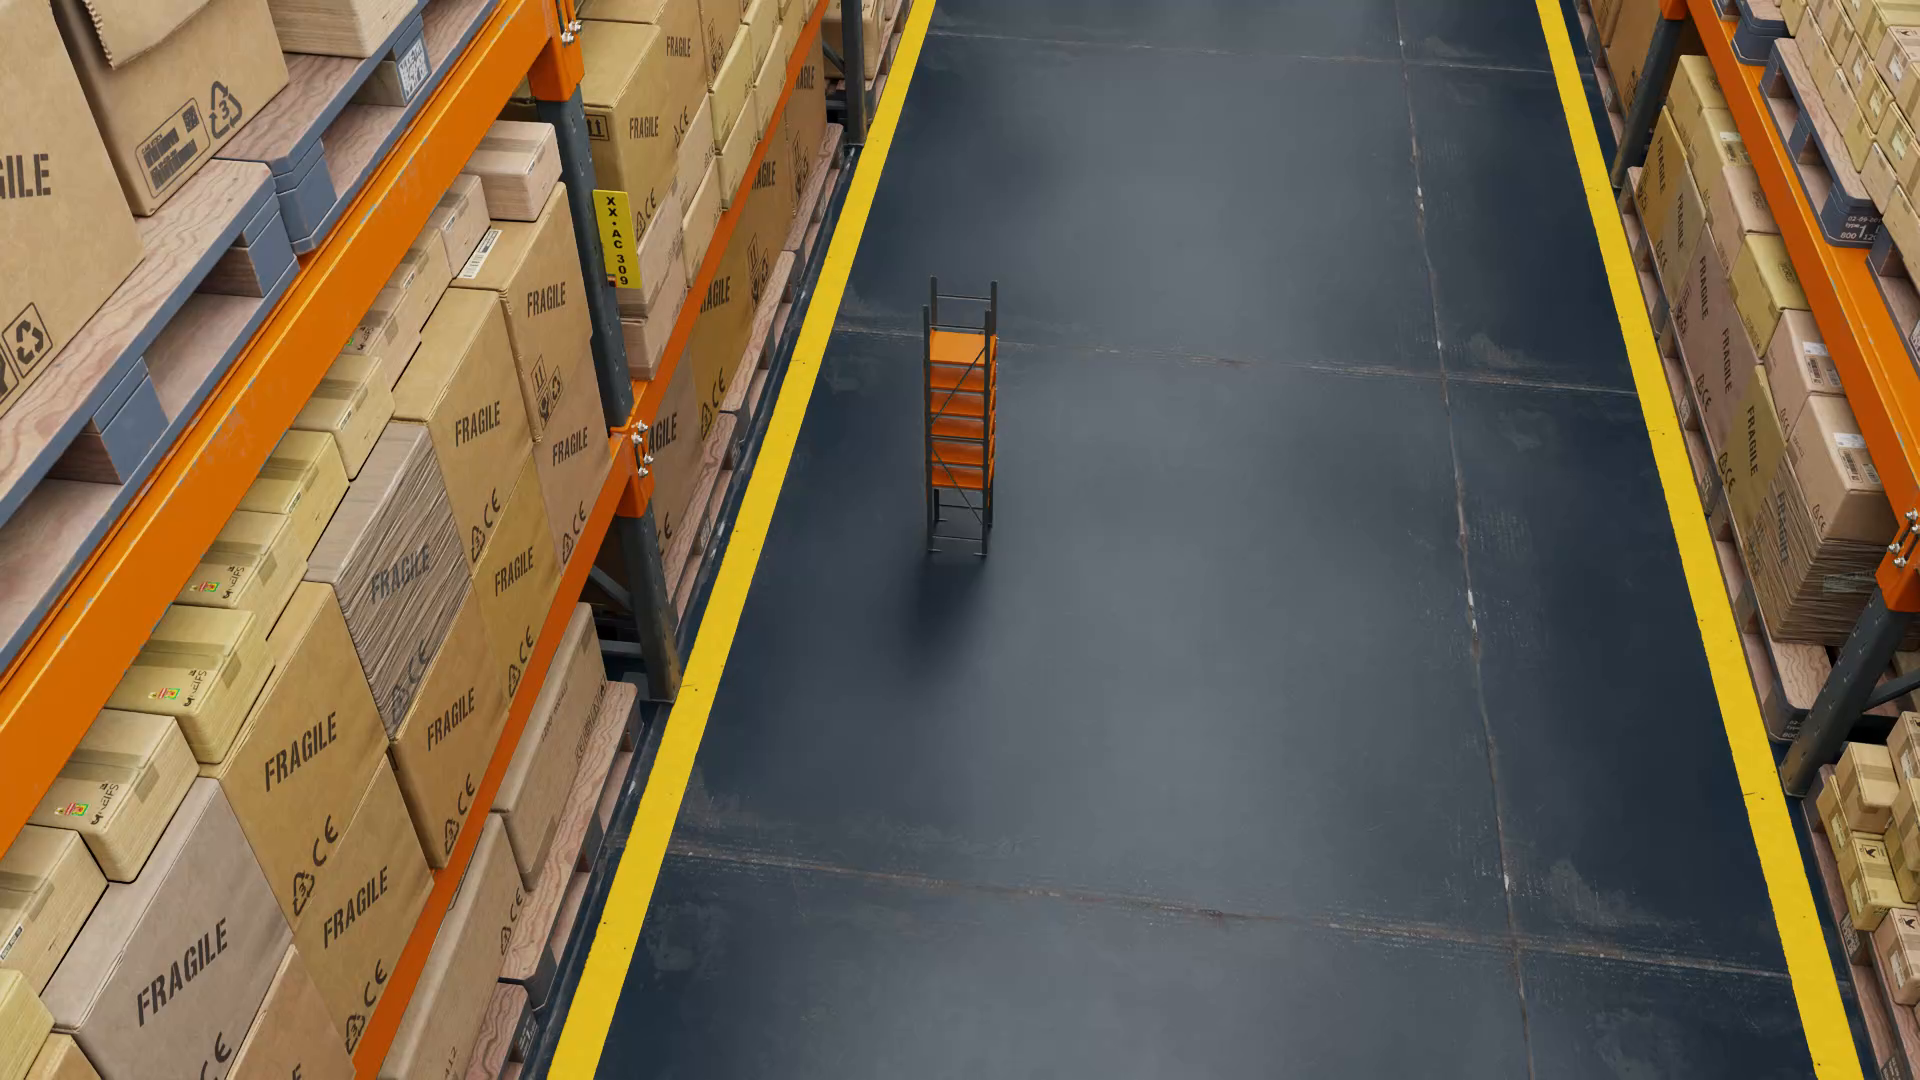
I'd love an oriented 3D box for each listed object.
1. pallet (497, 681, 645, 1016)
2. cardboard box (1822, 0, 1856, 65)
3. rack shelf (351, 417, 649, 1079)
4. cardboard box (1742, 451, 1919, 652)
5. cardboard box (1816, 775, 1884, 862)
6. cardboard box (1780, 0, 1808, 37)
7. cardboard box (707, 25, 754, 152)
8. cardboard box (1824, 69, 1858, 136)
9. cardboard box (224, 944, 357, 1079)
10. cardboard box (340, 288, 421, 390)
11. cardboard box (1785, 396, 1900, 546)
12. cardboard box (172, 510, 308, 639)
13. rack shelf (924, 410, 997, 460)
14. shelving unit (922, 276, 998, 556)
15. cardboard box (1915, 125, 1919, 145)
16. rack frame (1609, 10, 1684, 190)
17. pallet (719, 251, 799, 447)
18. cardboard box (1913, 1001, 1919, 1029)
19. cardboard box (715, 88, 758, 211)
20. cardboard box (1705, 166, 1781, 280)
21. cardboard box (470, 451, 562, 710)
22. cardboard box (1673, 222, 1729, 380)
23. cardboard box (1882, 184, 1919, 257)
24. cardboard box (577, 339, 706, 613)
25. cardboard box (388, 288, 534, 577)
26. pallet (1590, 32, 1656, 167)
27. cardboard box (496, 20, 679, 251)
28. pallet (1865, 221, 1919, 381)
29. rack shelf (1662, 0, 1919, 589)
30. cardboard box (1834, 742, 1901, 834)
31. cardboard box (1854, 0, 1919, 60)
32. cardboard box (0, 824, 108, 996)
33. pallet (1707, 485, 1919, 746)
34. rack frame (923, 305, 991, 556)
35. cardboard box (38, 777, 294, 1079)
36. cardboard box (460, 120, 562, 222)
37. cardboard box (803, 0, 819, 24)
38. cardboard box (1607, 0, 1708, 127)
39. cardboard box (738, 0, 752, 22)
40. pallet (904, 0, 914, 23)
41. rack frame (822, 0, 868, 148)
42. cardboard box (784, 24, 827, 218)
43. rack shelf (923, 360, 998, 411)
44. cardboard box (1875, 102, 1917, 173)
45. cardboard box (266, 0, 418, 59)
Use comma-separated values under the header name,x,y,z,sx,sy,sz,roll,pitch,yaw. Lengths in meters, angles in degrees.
name,x,y,z,sx,sy,sz,roll,pitch,yaw
pallet,-1.715,0.954,5.589,1.003,0.211,1.213,5,44,6
cardboard box,3.480,-1.895,6.230,0.380,0.149,0.250,5,44,5
rack shelf,-1.801,1.055,3.978,1.077,0.370,4.000,5,44,6
cardboard box,3.231,0.039,6.039,0.500,0.500,0.500,4,44,5
cardboard box,3.017,0.913,5.372,0.380,0.149,0.250,3,44,4
cardboard box,3.548,-2.138,6.704,0.380,0.149,0.250,7,44,7
cardboard box,-1.065,-1.670,6.078,0.500,0.250,0.500,6,44,6
cardboard box,3.444,-1.608,6.144,0.380,0.149,0.250,4,44,4
cardboard box,-1.593,1.127,3.305,0.500,0.500,0.500,5,44,5
cardboard box,-1.463,-0.453,3.775,0.380,0.149,0.250,5,44,5
cardboard box,3.231,-0.236,5.785,0.500,0.250,0.500,4,44,4
cardboard box,-1.511,0.069,3.224,0.380,0.149,0.250,5,44,6
rack shelf,0.002,-0.413,6.378,0.258,0.103,0.180,5,44,6
shelving unit,0.002,-0.446,6.348,0.258,1.200,0.189,5,44,6
cardboard box,3.348,-1.295,5.381,0.380,0.149,0.250,5,44,5
rack frame,3.912,-2.915,7.646,1.000,3.000,0.127,5,44,6
pallet,-1.350,-0.924,7.572,1.003,0.211,1.213,5,44,6
cardboard box,3.016,1.446,4.809,0.380,0.149,0.250,4,44,5
cardboard box,-1.066,-1.492,6.253,0.500,0.250,0.500,5,44,5
cardboard box,3.436,-1.302,6.911,0.500,0.250,0.500,6,44,6
cardboard box,-1.407,0.085,4.406,0.500,0.500,0.500,4,44,4
cardboard box,3.440,-1.007,7.145,0.500,0.500,0.500,4,44,4
cardboard box,3.342,-1.056,5.561,0.380,0.149,0.250,3,44,3
cardboard box,-1.534,-0.380,6.210,0.875,0.875,0.875,6,44,7
cardboard box,-1.400,-0.277,4.061,0.500,0.500,0.500,5,44,5
pallet,4.091,-2.432,9.165,1.003,0.211,1.213,5,44,6
cardboard box,-1.193,-1.243,5.081,0.500,0.500,0.500,6,44,6
pallet,3.629,-0.626,5.369,1.003,0.211,1.213,5,44,6
rack shelf,3.648,-1.290,6.454,1.077,0.370,4.000,5,44,6
cardboard box,3.018,0.804,5.271,0.380,0.149,0.250,7,44,7
cardboard box,3.450,-1.829,5.944,0.380,0.149,0.250,5,44,5
cardboard box,-1.633,0.588,2.675,0.380,0.149,0.250,6,44,6
pallet,3.485,0.293,6.287,1.003,0.211,1.213,5,44,6
rack frame,-0.010,-0.383,6.282,0.240,1.200,0.006,5,44,6
cardboard box,-1.598,0.752,2.975,0.500,0.500,0.500,5,44,5
cardboard box,-1.262,-0.966,4.316,0.380,0.149,0.250,4,44,5
cardboard box,-0.869,-2.523,7.342,0.500,0.250,0.500,6,44,6
cardboard box,4.082,-2.657,8.705,1.050,0.750,0.750,5,44,5
cardboard box,-1.023,-2.286,6.183,0.500,0.500,0.500,5,44,5
pallet,-0.739,-3.645,10.446,1.003,0.211,1.213,5,44,6
rack frame,-1.008,-3.296,8.049,1.000,3.000,0.127,5,44,6
cardboard box,-1.181,-2.213,8.146,0.875,0.875,0.875,5,44,5
rack shelf,0.002,-0.588,6.213,0.258,0.103,0.180,5,44,6
cardboard box,3.377,-1.359,5.665,0.380,0.149,0.250,3,44,3
cardboard box,-1.339,-1.112,3.365,0.380,0.149,0.250,6,44,7
